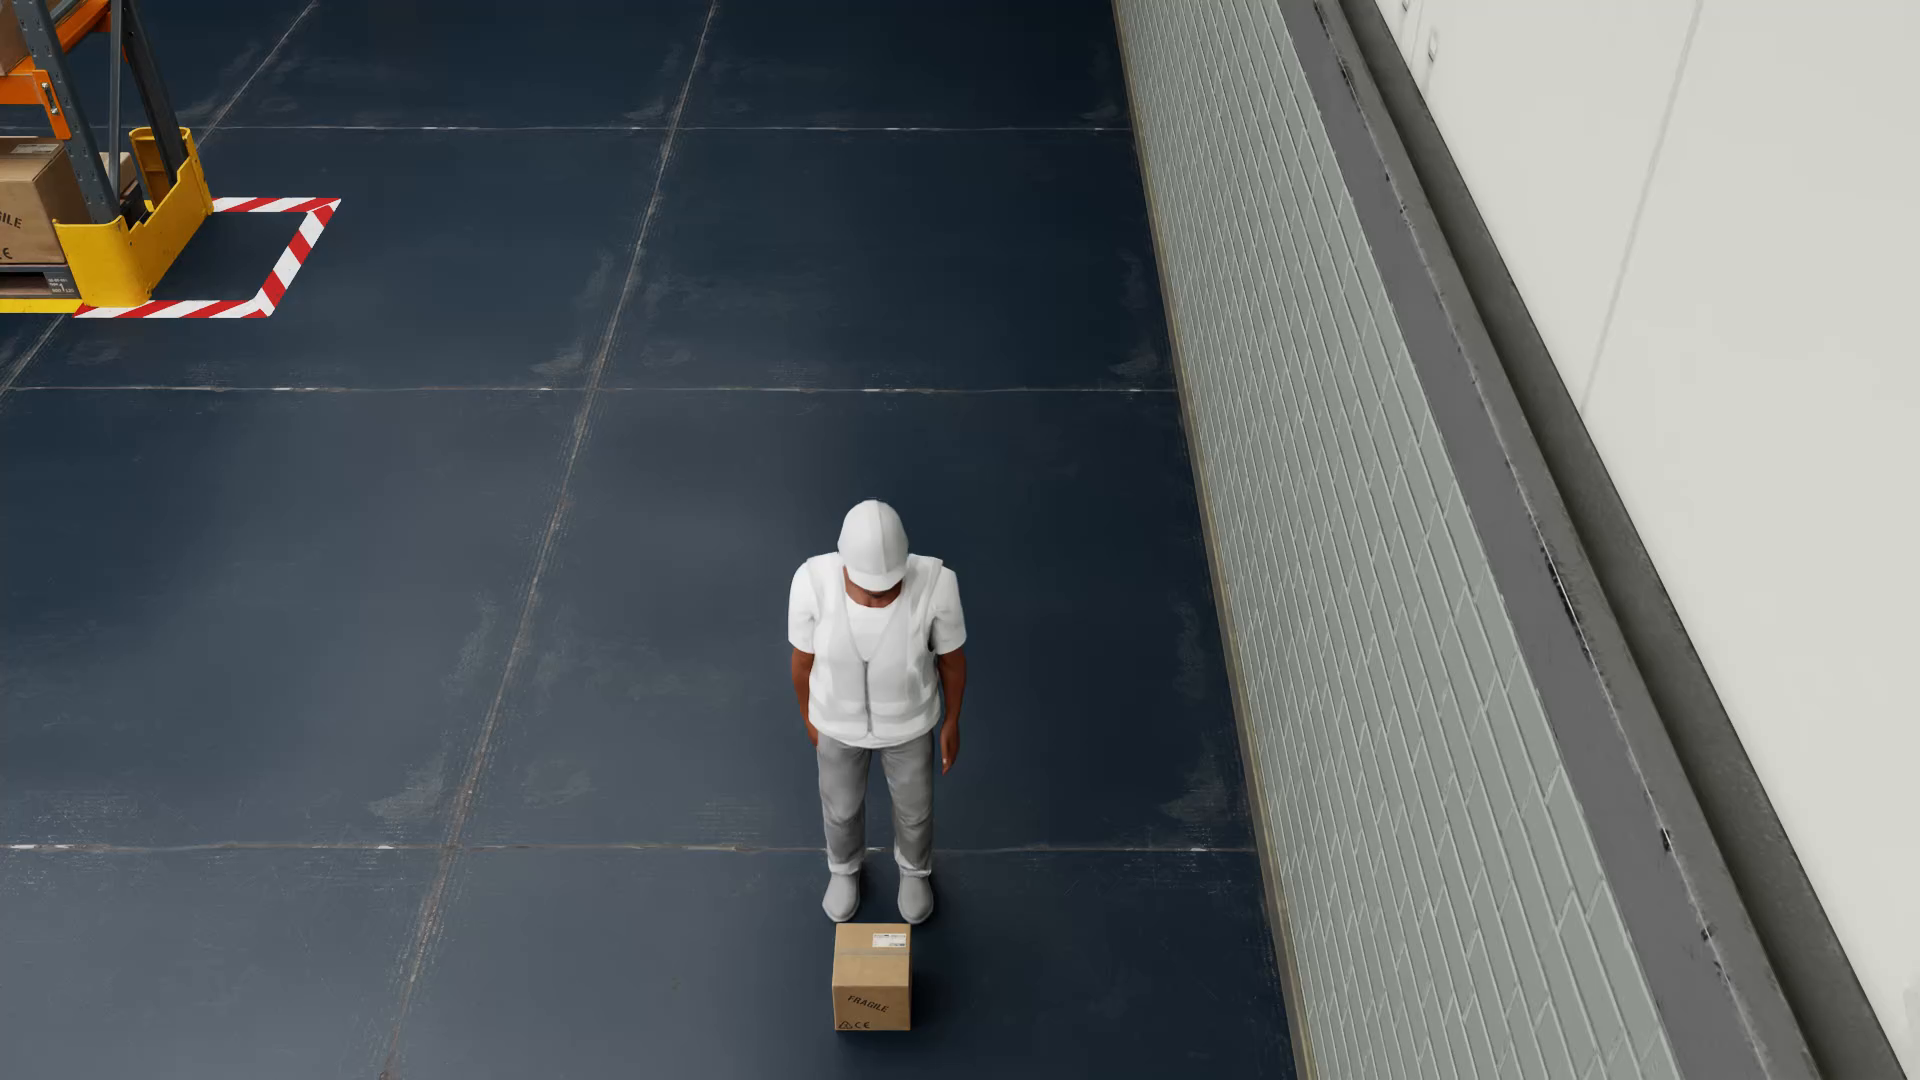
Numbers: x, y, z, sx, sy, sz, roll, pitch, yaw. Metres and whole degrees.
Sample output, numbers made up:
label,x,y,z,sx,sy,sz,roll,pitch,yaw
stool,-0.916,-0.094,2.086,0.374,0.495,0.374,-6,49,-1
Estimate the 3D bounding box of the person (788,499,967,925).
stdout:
label,x,y,z,sx,sy,sz,roll,pitch,yaw
person,-0.262,0.574,5.441,0.568,1.759,0.368,1,39,1
